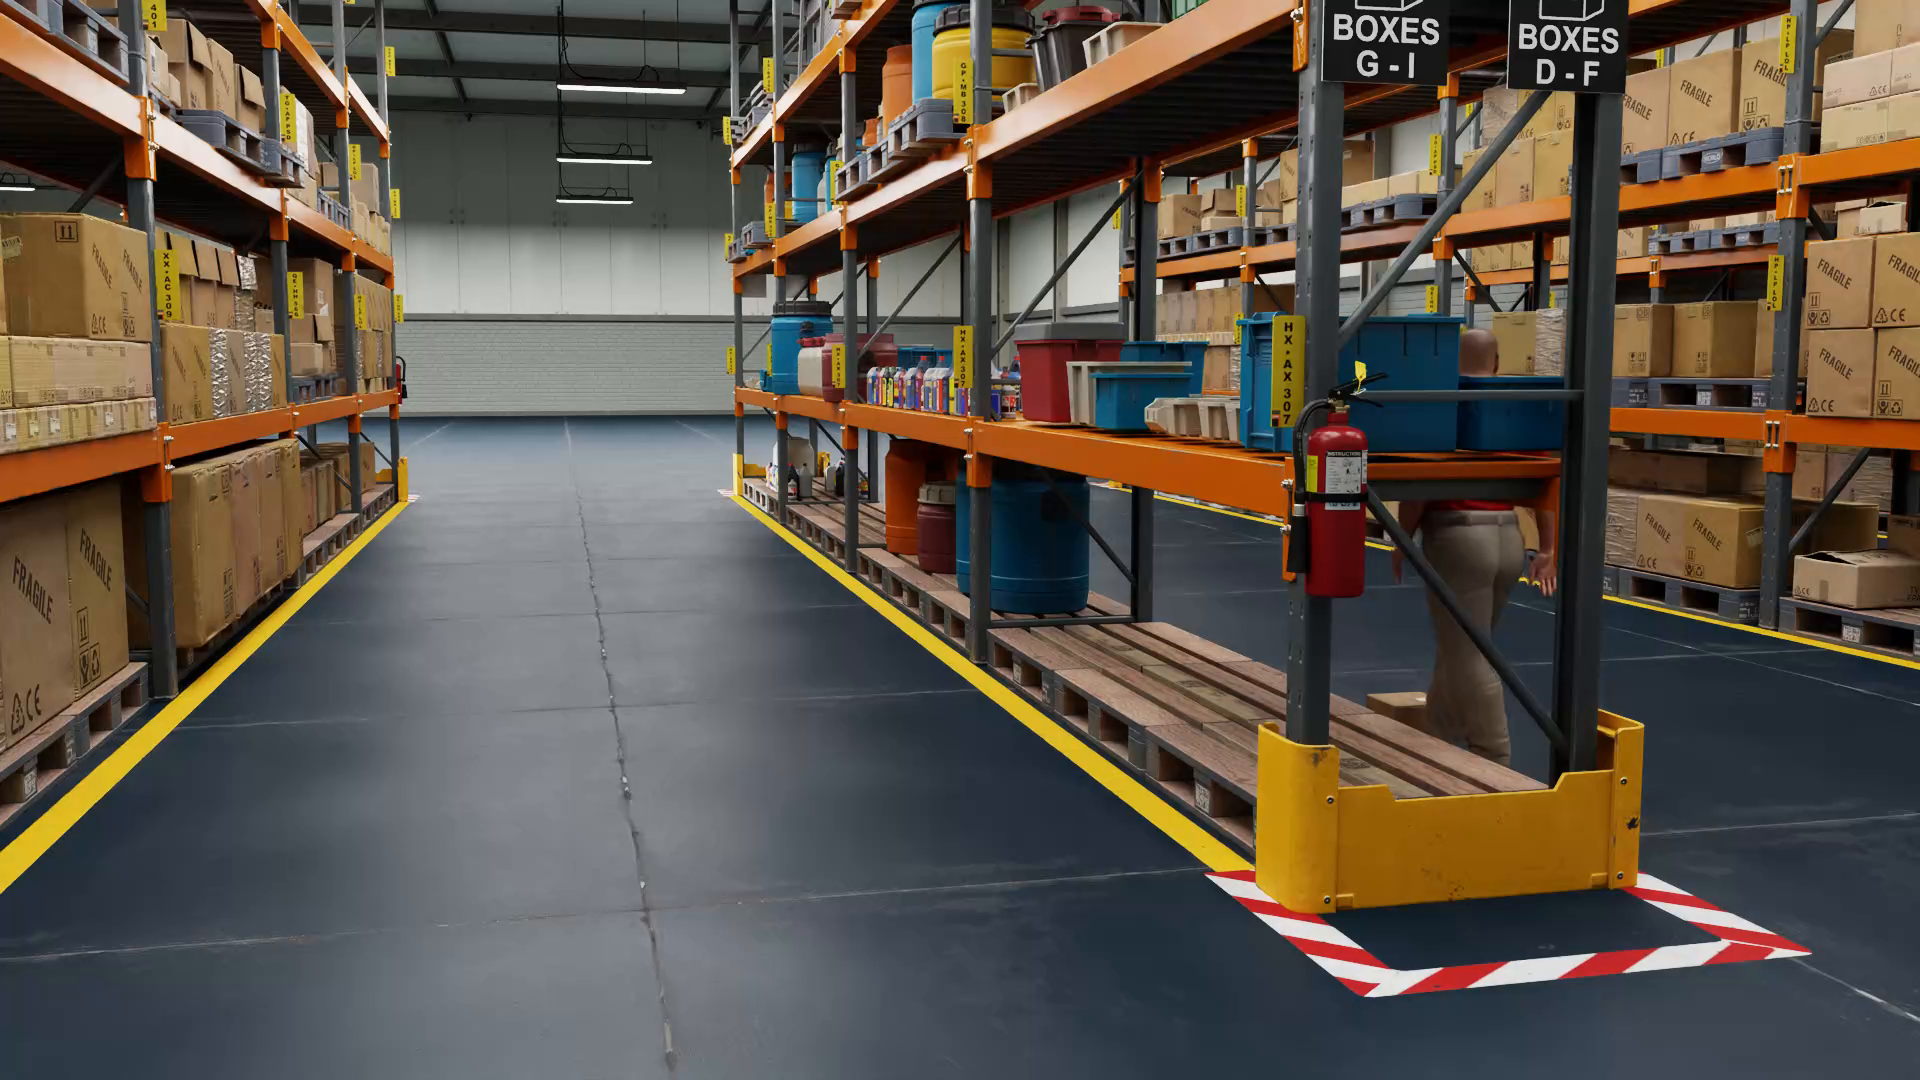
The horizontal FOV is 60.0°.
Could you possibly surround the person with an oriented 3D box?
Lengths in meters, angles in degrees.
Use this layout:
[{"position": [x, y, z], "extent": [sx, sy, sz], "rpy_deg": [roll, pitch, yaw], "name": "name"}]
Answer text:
[{"position": [1.890, 0.096, 6.306], "extent": [0.502, 1.785, 0.687], "rpy_deg": [-4, 7, -34], "name": "person"}]
